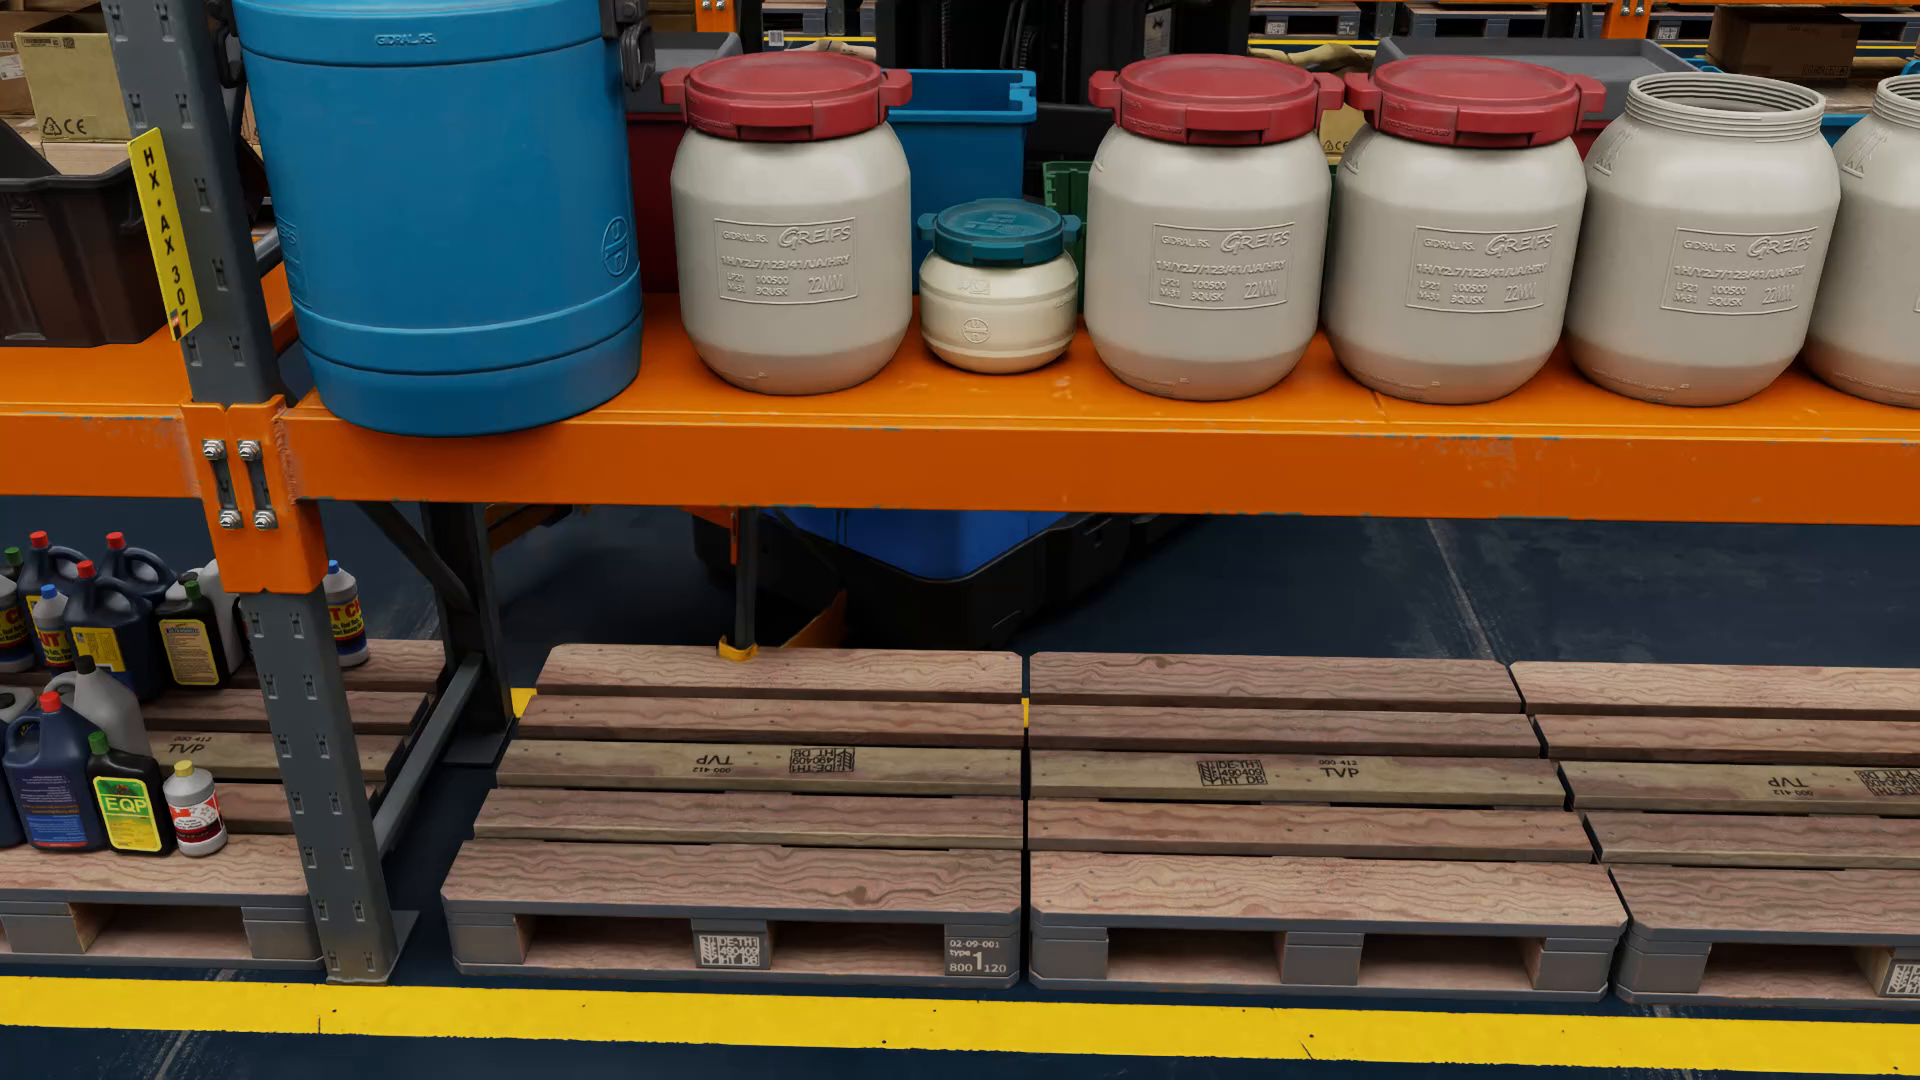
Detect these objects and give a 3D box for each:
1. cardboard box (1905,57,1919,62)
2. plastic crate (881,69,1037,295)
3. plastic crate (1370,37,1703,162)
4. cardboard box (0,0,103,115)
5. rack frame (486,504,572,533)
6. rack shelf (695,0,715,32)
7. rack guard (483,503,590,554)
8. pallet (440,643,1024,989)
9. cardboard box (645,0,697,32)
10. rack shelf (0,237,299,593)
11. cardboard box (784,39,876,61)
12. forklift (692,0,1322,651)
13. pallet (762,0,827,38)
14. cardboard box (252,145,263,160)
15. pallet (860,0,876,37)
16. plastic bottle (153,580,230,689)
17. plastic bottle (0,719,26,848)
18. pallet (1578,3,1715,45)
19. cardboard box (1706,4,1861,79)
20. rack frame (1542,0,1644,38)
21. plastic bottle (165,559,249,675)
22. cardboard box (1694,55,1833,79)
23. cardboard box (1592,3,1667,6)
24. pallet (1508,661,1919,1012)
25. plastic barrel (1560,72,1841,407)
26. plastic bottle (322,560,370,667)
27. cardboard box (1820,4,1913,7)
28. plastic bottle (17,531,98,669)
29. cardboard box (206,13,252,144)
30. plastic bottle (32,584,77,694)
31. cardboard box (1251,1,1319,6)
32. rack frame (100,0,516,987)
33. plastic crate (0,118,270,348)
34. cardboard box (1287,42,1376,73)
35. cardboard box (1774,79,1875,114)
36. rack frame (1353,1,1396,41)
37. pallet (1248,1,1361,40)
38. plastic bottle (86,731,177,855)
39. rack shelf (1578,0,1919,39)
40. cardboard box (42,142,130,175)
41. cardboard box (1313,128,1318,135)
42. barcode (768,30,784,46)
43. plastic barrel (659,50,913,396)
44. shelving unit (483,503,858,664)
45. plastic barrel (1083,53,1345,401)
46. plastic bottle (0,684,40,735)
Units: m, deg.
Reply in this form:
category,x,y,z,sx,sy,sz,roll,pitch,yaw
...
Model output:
category,x,y,z,sx,sy,sz,roll,pitch,yaw
cardboard box,4.915,-2.046,8.107,0.500,0.500,0.500,0,28,0
plastic crate,-0.133,-0.744,3.469,0.575,0.384,0.392,1,28,2
plastic crate,1.147,-0.756,3.405,0.583,0.464,0.402,1,28,2
cardboard box,-4.519,-2.441,8.339,0.500,0.500,0.500,1,28,2
rack frame,-1.270,-0.612,4.543,0.032,1.500,0.500,21,36,22
rack shelf,-3.066,-2.658,7.829,4.000,0.370,1.077,1,28,2
rack guard,-1.306,-0.081,4.872,0.087,0.250,0.587,21,36,22
pallet,-0.460,0.603,3.888,1.213,0.211,1.003,1,28,2
cardboard box,-1.520,-2.399,8.259,0.500,0.500,0.500,1,28,2
rack shelf,-3.245,-0.339,3.455,4.000,0.370,1.077,1,28,2
cardboard box,-0.653,-2.288,8.253,0.500,0.311,0.500,1,28,2
forklift,0.516,-1.592,5.123,1.130,2.935,3.031,21,34,34
pallet,-1.569,-4.024,12.615,1.213,0.211,1.003,1,28,2
cardboard box,-3.038,-1.841,8.007,0.500,0.250,0.500,1,28,2
pallet,-0.118,-4.017,12.603,1.213,0.211,1.003,1,28,2
plastic bottle,-1.876,0.229,4.047,0.133,0.283,0.061,1,28,2
plastic bottle,-2.092,0.473,3.514,0.185,0.351,0.144,0,28,-1
pallet,5.102,-3.893,12.369,1.213,0.211,1.003,1,28,2
cardboard box,3.929,-2.393,7.960,0.500,0.250,0.500,2,28,4
rack frame,2.930,-2.876,7.474,0.127,3.000,1.000,1,28,2
plastic bottle,-1.873,0.182,4.142,0.135,0.276,0.152,2,28,4
cardboard box,3.873,-2.061,8.134,0.500,0.500,0.500,2,28,4
cardboard box,4.707,-4.340,12.081,0.750,0.750,0.750,1,28,2
pallet,1.979,0.643,3.811,1.213,0.211,1.003,1,28,2
plastic barrel,1.295,-0.531,2.930,0.421,0.512,0.421,0,28,0
plastic bottle,-1.549,0.177,4.158,0.097,0.271,0.097,0,28,0
cardboard box,6.444,-4.315,12.034,0.750,0.750,0.750,1,28,2
plastic bottle,-2.227,0.141,4.139,0.185,0.351,0.144,0,28,0
cardboard box,-3.537,-2.188,7.862,0.500,0.500,0.500,1,28,2
plastic bottle,-2.187,0.234,4.050,0.097,0.271,0.097,0,28,0
cardboard box,2.380,-4.273,12.306,0.500,0.500,0.700,1,28,3
rack frame,-1.246,-0.624,3.225,0.127,3.000,1.000,1,28,2
plastic crate,-1.765,-0.665,3.368,0.504,0.338,0.767,1,28,2
cardboard box,1.892,-2.246,8.172,0.500,0.311,0.500,0,28,1
cardboard box,3.898,-1.819,7.678,0.500,0.500,0.500,0,28,0
rack frame,3.101,-5.195,11.848,0.127,3.000,1.000,1,28,2
pallet,2.320,-3.977,12.526,1.213,0.211,1.003,1,28,2
plastic bottle,-1.738,0.528,3.482,0.133,0.283,0.061,2,28,4
rack shelf,4.929,-2.526,7.580,4.000,0.370,1.077,1,28,2
cardboard box,-4.037,-1.860,8.043,0.500,0.250,0.500,1,28,2
cardboard box,1.374,-2.003,7.715,0.500,0.311,0.500,1,28,1
barcode,-0.827,-2.258,7.480,0.075,0.075,0.001,1,28,2
plastic barrel,-0.298,-0.566,2.969,0.433,0.535,0.433,0,28,0
shelving unit,-0.824,-0.439,4.345,1.083,1.500,0.587,21,36,22
plastic barrel,0.436,-0.554,2.946,0.433,0.535,0.433,0,28,0
plastic bottle,-2.111,0.436,3.663,0.135,0.276,0.152,1,28,2
